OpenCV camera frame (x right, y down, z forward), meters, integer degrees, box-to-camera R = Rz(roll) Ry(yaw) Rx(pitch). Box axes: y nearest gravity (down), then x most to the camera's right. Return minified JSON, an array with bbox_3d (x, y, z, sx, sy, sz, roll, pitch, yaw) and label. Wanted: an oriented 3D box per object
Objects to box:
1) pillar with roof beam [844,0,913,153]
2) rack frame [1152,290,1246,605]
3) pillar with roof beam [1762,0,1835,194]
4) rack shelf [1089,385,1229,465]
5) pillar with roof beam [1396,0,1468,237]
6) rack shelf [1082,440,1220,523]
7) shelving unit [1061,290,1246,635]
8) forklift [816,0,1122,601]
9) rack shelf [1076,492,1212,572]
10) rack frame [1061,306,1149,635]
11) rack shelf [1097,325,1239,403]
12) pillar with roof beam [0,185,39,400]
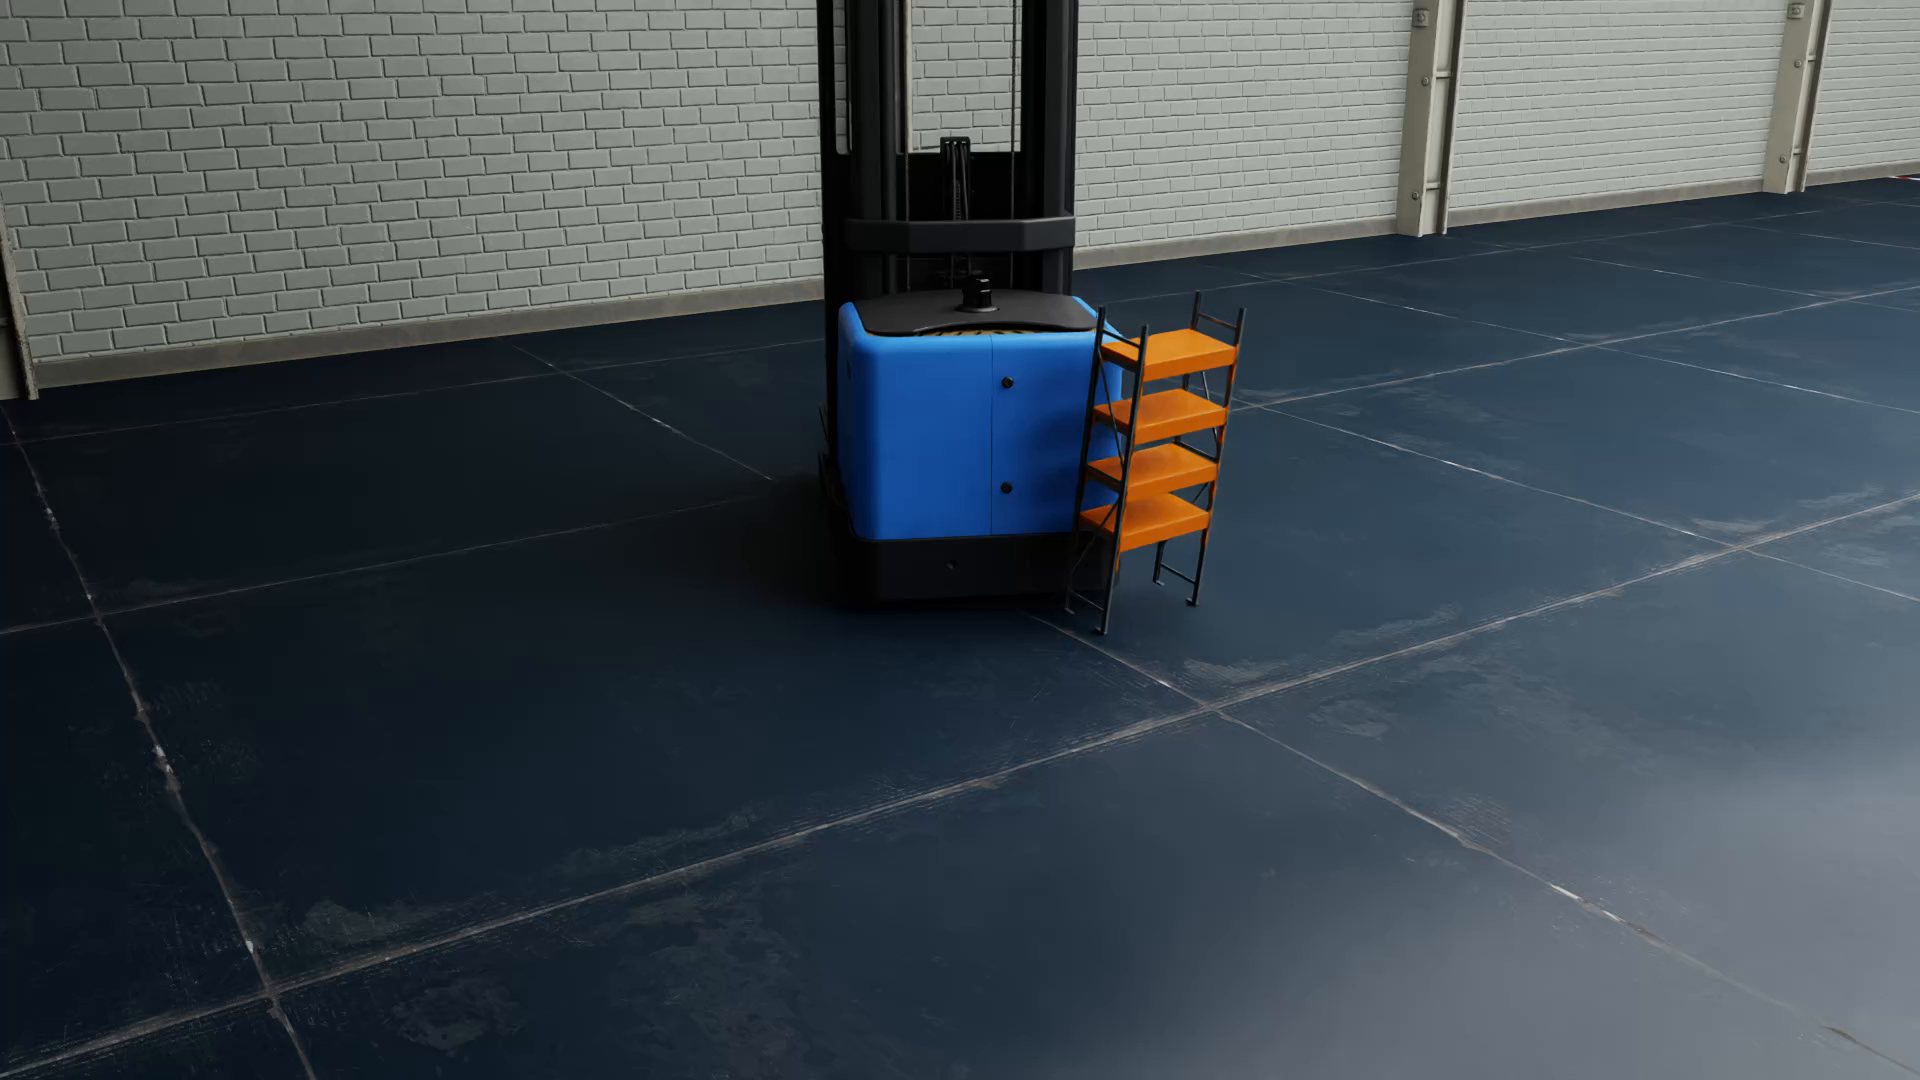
[{"bbox_3d":[1.770,-4.996,7.973,0.400,9.000,9.100,-12,22,-31],"label":"pillar with roof beam"},{"bbox_3d":[0.900,-0.334,6.315,0.015,1.200,0.240,-14,31,-36],"label":"rack frame"},{"bbox_3d":[11.792,-7.110,14.225,0.400,9.000,9.100,-12,22,-31],"label":"pillar with roof beam"},{"bbox_3d":[0.723,-0.426,6.105,0.480,0.148,0.258,-14,31,-36],"label":"rack shelf"},{"bbox_3d":[6.781,-6.053,11.099,0.400,9.000,9.100,-12,22,-31],"label":"pillar with roof beam"},{"bbox_3d":[0.704,-0.224,6.199,0.480,0.148,0.258,-14,31,-36],"label":"rack shelf"},{"bbox_3d":[0.709,-0.285,6.170,0.503,1.200,0.258,-14,31,-36],"label":"shelving unit"},{"bbox_3d":[-0.084,-1.587,7.363,1.130,2.935,3.031,-2,19,-7],"label":"forklift"},{"bbox_3d":[0.687,-0.045,6.282,0.480,0.148,0.258,-14,31,-36],"label":"rack shelf"},{"bbox_3d":[0.519,-0.236,6.026,0.015,1.200,0.240,-14,31,-36],"label":"rack frame"},{"bbox_3d":[0.743,-0.640,6.005,0.480,0.148,0.258,-14,31,-36],"label":"rack shelf"},{"bbox_3d":[-3.241,-3.939,4.847,0.400,9.000,9.100,-12,22,-31],"label":"pillar with roof beam"}]
